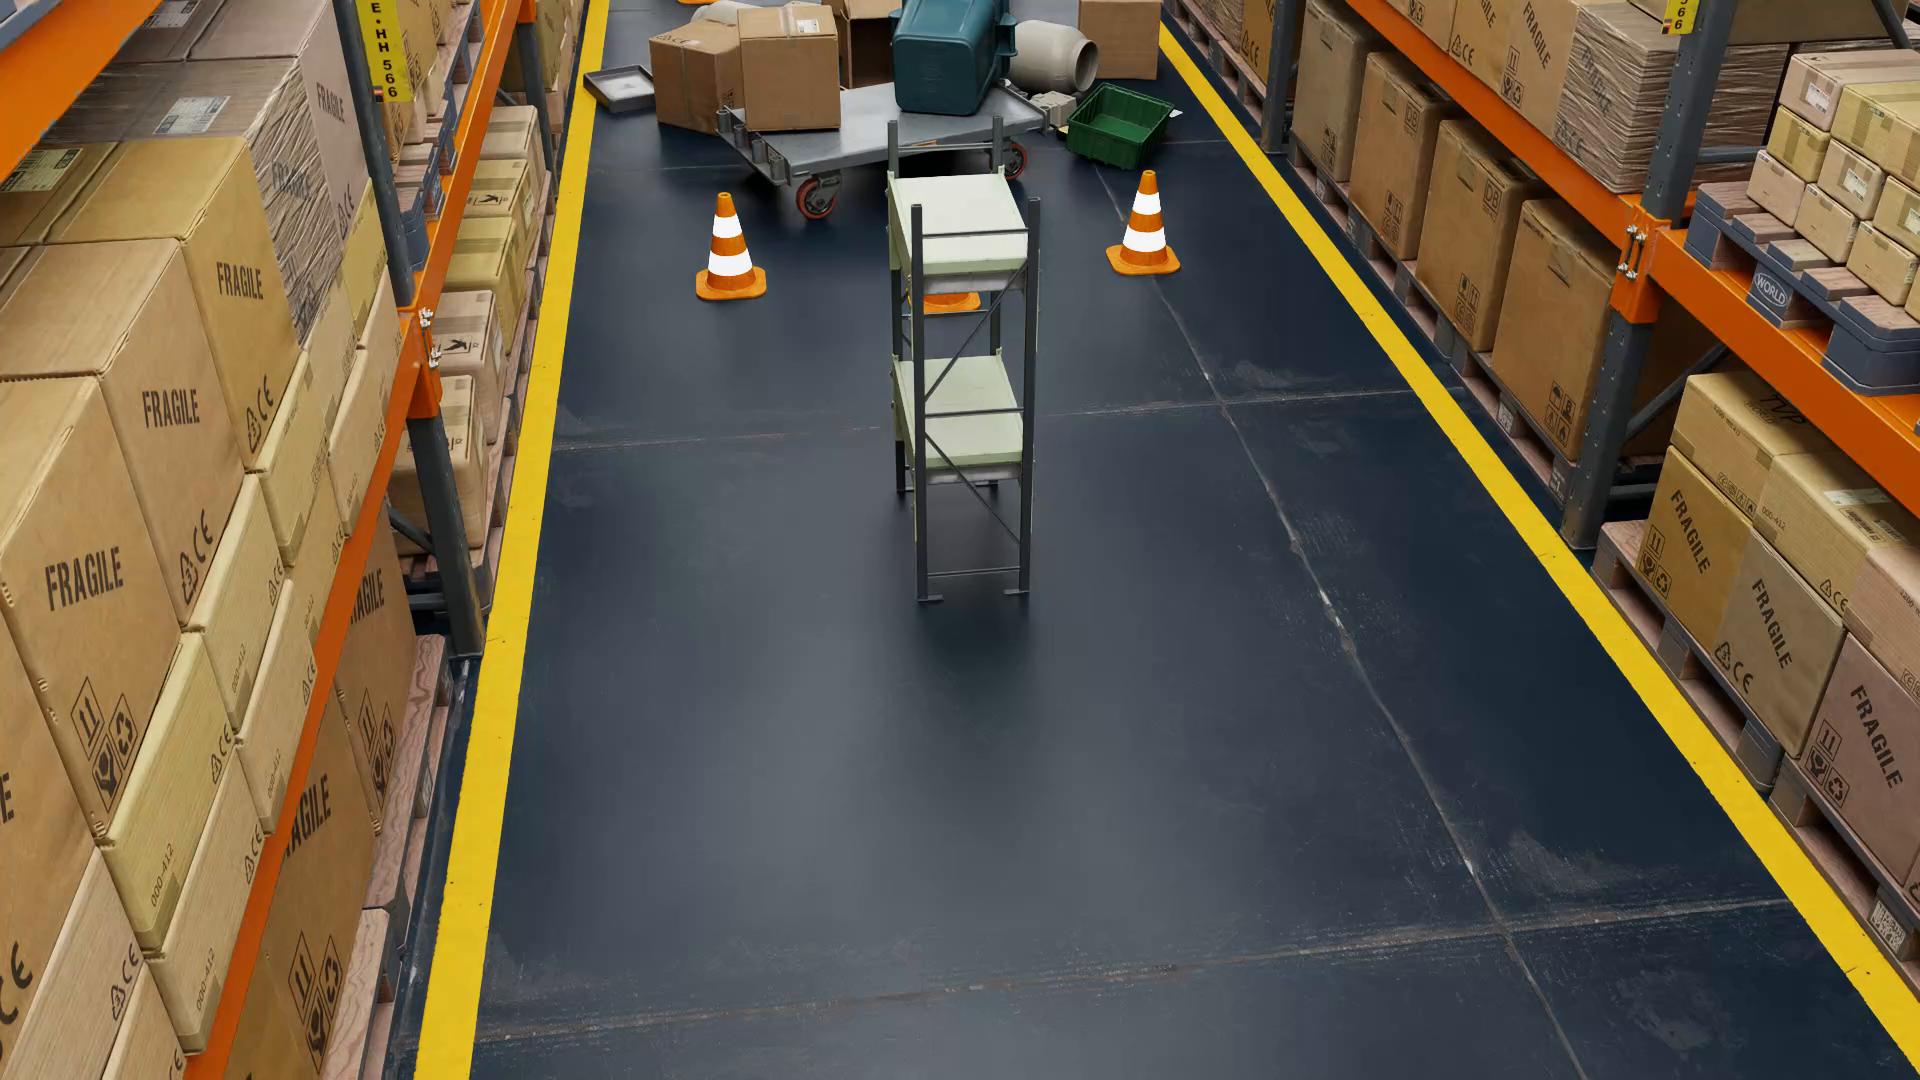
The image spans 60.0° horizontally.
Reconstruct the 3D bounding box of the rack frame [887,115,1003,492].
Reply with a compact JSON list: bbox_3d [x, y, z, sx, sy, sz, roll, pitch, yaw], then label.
[{"bbox_3d":[-0.050,-0.828,6.133,0.400,1.500,0.023,-4,35,-6],"label":"rack frame"}]

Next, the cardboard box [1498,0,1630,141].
[{"bbox_3d":[2.372,-1.816,6.163,0.500,0.500,0.500,-4,35,-6],"label":"cardboard box"}]

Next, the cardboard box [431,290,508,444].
[{"bbox_3d":[-2.300,-0.649,6.499,0.950,0.372,0.625,-5,35,-7],"label":"cardboard box"}]

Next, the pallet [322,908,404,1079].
[{"bbox_3d":[-1.934,1.443,3.945,1.003,0.211,1.213,-4,35,-6],"label":"pallet"}]

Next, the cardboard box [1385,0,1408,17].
[{"bbox_3d":[2.164,-2.664,7.407,0.500,0.500,0.500,-5,35,-7],"label":"cardboard box"}]

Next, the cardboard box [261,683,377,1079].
[{"bbox_3d":[-2.000,0.760,3.985,0.875,0.875,0.875,-4,34,-6],"label":"cardboard box"}]

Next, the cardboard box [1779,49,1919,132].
[{"bbox_3d":[2.636,-1.306,4.825,0.380,0.149,0.250,-4,35,-6],"label":"cardboard box"}]

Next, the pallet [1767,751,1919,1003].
[{"bbox_3d":[3.029,1.002,4.592,1.003,0.211,1.213,-4,35,-6],"label":"pallet"}]

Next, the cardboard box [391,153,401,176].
[{"bbox_3d":[-1.991,-1.260,5.285,0.380,0.149,0.250,-6,35,-9],"label":"cardboard box"}]

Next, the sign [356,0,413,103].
[{"bbox_3d":[-1.577,-1.357,4.549,0.100,0.325,0.005,-4,35,-6],"label":"sign"}]

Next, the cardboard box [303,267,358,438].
[{"bbox_3d":[-1.737,-0.442,3.924,0.500,0.250,0.500,-5,35,-8],"label":"cardboard box"}]

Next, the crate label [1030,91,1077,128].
[{"bbox_3d":[0.549,-2.567,9.895,0.250,0.136,0.298,27,43,34],"label":"crate label"}]

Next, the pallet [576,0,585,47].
[{"bbox_3d":[-3.118,-3.648,11.415,1.003,0.211,1.213,-4,35,-6],"label":"pallet"}]

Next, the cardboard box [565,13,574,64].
[{"bbox_3d":[-2.633,-3.046,10.125,0.500,0.250,0.500,-5,35,-7],"label":"cardboard box"}]

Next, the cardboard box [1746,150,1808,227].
[{"bbox_3d":[2.625,-1.070,5.007,0.380,0.149,0.250,-5,35,-7],"label":"cardboard box"}]

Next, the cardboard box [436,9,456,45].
[{"bbox_3d":[-2.155,-2.005,6.379,0.380,0.149,0.250,-3,34,-5],"label":"cardboard box"}]

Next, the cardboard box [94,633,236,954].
[{"bbox_3d":[-1.508,0.414,2.668,0.500,0.250,0.500,-4,34,-6],"label":"cardboard box"}]

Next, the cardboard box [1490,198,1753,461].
[{"bbox_3d":[2.772,-0.856,6.467,1.050,0.750,0.750,-5,35,-7],"label":"cardboard box"}]

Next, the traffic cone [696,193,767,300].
[{"bbox_3d":[-1.111,-1.432,7.941,0.336,0.463,0.334,-4,35,-6],"label":"traffic cone"}]

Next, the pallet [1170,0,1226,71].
[{"bbox_3d":[2.035,-3.458,11.137,1.003,0.211,1.213,-4,35,-6],"label":"pallet"}]

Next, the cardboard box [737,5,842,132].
[{"bbox_3d":[-0.905,-2.498,8.799,0.500,0.500,0.500,-4,35,-6],"label":"cardboard box"}]

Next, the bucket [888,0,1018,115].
[{"bbox_3d":[-0.076,-2.674,9.068,0.726,0.611,0.620,7,45,10],"label":"bucket"}]

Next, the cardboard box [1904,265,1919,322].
[{"bbox_3d":[2.736,-0.620,4.346,0.380,0.149,0.250,-3,34,-4],"label":"cardboard box"}]

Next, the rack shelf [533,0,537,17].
[{"bbox_3d":[-2.934,-3.885,9.926,1.077,0.370,4.000,-4,35,-6],"label":"rack shelf"}]

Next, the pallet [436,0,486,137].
[{"bbox_3d":[-2.433,-1.857,6.481,1.003,0.211,1.213,-4,35,-6],"label":"pallet"}]

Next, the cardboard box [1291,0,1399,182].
[{"bbox_3d":[2.400,-2.402,8.736,1.050,0.750,0.750,-5,35,-7],"label":"cardboard box"}]

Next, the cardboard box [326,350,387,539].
[{"bbox_3d":[-1.717,-0.226,4.051,0.500,0.250,0.500,-4,34,-6],"label":"cardboard box"}]

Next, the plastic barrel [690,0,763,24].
[{"bbox_3d":[-1.425,-3.196,10.564,0.512,0.421,0.421,20,39,26],"label":"plastic barrel"}]

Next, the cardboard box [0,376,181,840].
[{"bbox_3d":[-1.524,0.114,2.442,0.500,0.500,0.500,-5,35,-8],"label":"cardboard box"}]

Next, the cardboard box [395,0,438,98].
[{"bbox_3d":[-2.035,-1.731,5.401,0.500,0.500,0.500,-3,34,-4],"label":"cardboard box"}]

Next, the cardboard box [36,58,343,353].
[{"bbox_3d":[-1.721,-0.734,3.687,0.500,0.500,0.500,-4,34,-6],"label":"cardboard box"}]

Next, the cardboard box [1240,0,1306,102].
[{"bbox_3d":[2.212,-3.150,9.722,0.875,0.875,0.875,-4,34,-6],"label":"cardboard box"}]

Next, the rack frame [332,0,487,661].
[{"bbox_3d":[-2.127,-0.834,4.811,1.000,3.000,0.127,-4,35,-6],"label":"rack frame"}]

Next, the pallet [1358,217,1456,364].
[{"bbox_3d":[2.573,-1.238,7.880,1.003,0.211,1.213,-4,35,-6],"label":"pallet"}]

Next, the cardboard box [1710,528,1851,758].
[{"bbox_3d":[2.678,0.288,5.010,0.500,0.500,0.500,-4,34,-6],"label":"cardboard box"}]

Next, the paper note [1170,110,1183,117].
[{"bbox_3d":[1.239,-2.578,10.005,0.142,0.020,0.147,27,43,34],"label":"paper note"}]

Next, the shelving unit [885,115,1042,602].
[{"bbox_3d":[-0.001,-0.623,5.833,0.431,1.500,0.755,-4,35,-6],"label":"shelving unit"}]

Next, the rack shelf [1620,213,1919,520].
[{"bbox_3d":[3.034,0.148,4.008,1.077,0.370,4.000,-4,35,-6],"label":"rack shelf"}]

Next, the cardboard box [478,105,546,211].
[{"bbox_3d":[-2.592,-1.862,8.279,0.950,0.372,0.625,-4,34,-6],"label":"cardboard box"}]

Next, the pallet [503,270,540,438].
[{"bbox_3d":[-2.391,-0.797,7.233,1.003,0.211,1.213,-4,35,-6],"label":"pallet"}]

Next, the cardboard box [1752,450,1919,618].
[{"bbox_3d":[2.686,-0.030,4.811,0.500,0.250,0.500,-5,35,-7],"label":"cardboard box"}]

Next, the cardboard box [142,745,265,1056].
[{"bbox_3d":[-1.510,0.618,2.812,0.500,0.250,0.500,-5,35,-7],"label":"cardboard box"}]

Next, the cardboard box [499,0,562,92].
[{"bbox_3d":[-2.476,-2.763,9.044,0.500,0.500,0.500,-3,34,-4],"label":"cardboard box"}]

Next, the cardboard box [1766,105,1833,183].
[{"bbox_3d":[2.631,-1.173,4.894,0.380,0.149,0.250,-3,34,-4],"label":"cardboard box"}]
